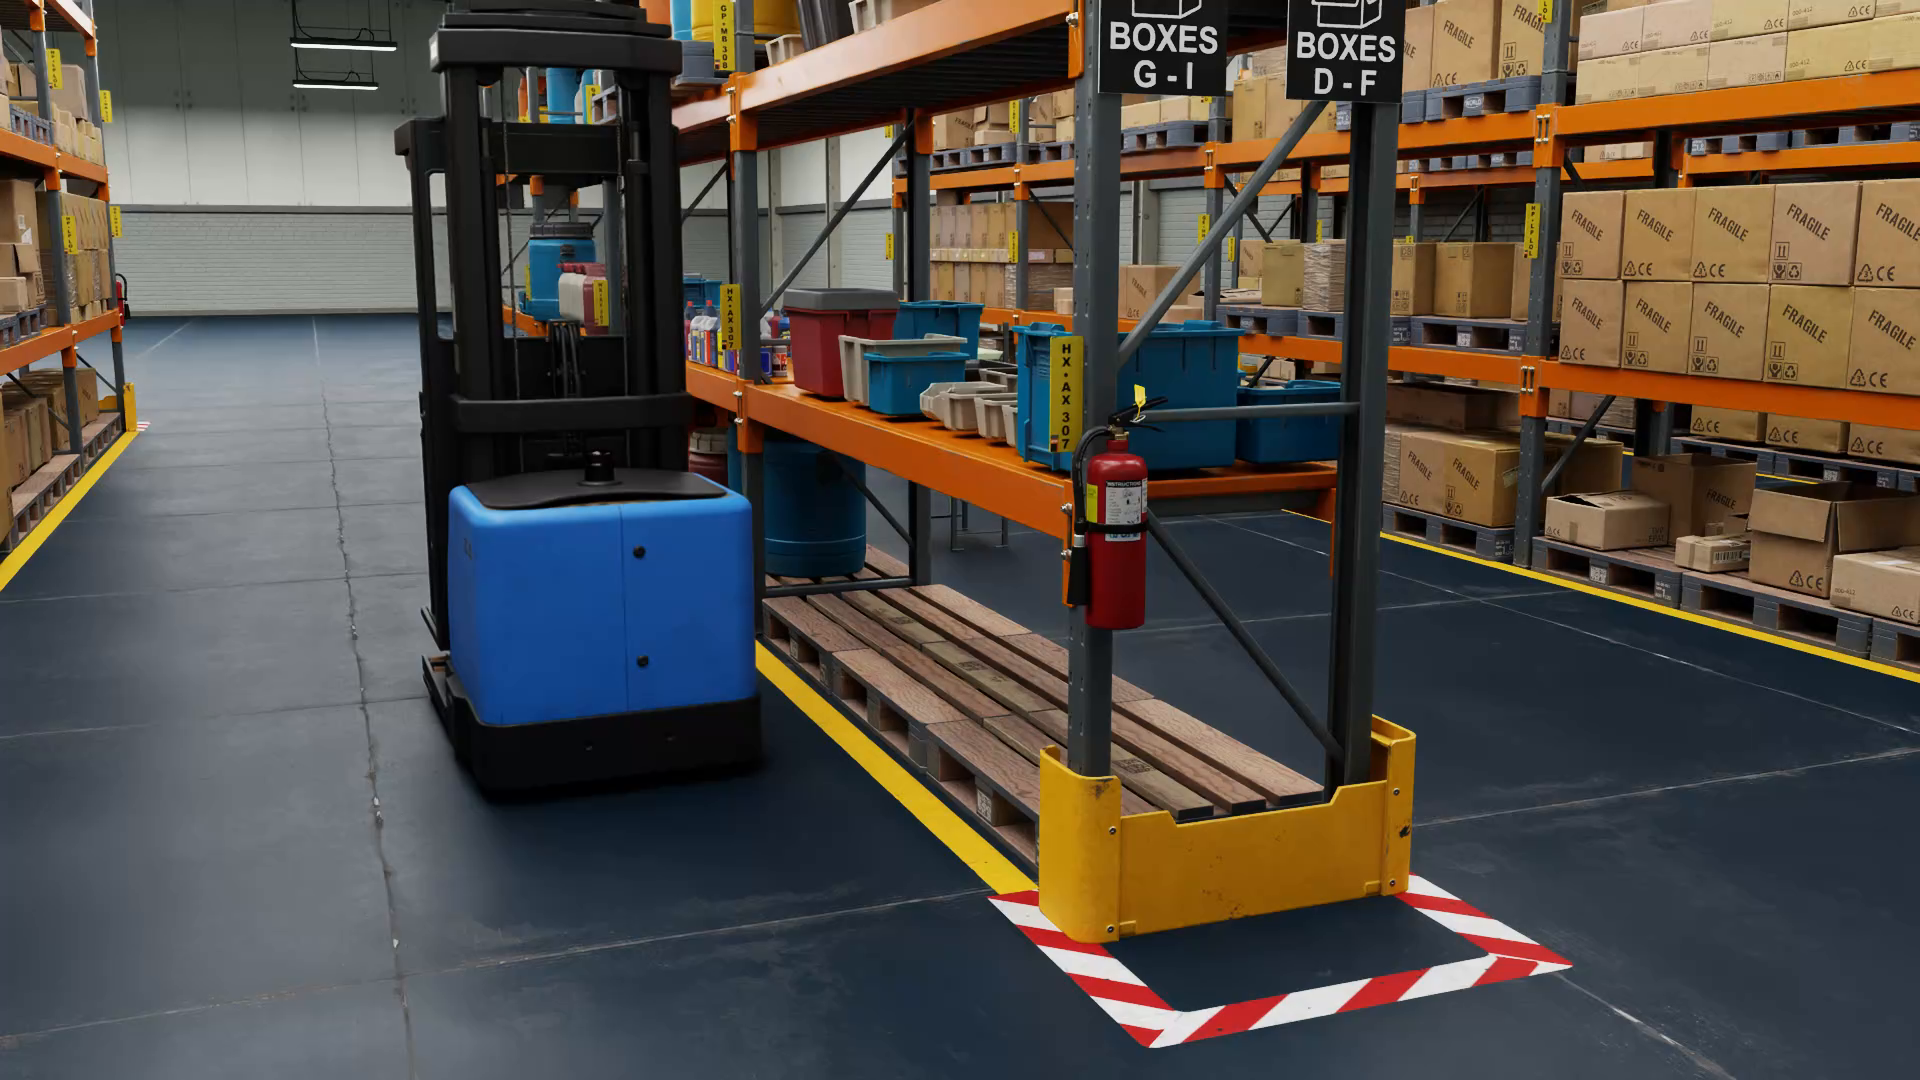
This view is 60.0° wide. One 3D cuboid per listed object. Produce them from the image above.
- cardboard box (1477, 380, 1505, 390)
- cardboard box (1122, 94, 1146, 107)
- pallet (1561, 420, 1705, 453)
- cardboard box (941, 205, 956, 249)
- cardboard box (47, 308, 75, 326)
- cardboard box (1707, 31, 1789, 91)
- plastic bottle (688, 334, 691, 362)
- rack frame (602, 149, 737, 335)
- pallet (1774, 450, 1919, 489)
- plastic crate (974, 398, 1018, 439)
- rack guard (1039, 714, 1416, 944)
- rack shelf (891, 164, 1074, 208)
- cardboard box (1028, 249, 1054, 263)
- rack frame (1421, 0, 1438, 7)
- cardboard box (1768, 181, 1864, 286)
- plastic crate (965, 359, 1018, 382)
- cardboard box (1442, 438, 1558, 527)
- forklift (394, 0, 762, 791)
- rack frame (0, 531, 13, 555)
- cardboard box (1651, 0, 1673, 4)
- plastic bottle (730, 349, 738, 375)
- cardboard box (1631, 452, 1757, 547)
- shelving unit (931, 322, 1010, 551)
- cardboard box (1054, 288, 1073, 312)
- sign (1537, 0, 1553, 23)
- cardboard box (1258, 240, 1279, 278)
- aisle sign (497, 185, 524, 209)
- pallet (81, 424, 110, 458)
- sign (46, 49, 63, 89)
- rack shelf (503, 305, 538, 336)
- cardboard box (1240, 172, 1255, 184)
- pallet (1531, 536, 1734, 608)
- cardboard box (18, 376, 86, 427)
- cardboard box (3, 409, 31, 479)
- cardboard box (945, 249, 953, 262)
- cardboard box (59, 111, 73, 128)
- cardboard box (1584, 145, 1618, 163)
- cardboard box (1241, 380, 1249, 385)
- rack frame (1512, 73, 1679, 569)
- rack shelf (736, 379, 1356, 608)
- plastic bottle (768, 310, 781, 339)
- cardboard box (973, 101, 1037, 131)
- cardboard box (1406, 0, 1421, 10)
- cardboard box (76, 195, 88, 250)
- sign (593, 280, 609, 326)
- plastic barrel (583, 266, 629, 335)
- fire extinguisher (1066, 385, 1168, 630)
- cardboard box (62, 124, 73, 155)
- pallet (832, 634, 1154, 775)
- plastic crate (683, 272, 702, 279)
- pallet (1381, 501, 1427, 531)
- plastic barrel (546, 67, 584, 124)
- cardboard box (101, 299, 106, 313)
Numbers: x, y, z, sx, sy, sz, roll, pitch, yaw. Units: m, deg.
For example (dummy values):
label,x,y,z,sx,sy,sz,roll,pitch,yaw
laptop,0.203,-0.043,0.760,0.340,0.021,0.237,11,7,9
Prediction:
label,x,y,z,sx,sy,sz,roll,pitch,yaw
cardboard box,6.209,-1.742,18.528,0.700,0.500,0.500,-4,11,-22
cardboard box,1.492,-4.425,16.256,0.500,0.500,0.500,-3,10,-15
pallet,6.861,-1.058,16.765,1.003,0.211,1.213,-4,11,-21
cardboard box,0.183,-3.729,19.826,0.700,0.500,0.500,-4,11,-21
cardboard box,-7.955,-1.943,14.498,0.380,0.149,0.250,-4,11,-21
cardboard box,4.279,-2.480,8.658,0.500,0.250,0.500,-4,11,-21
plastic bottle,-1.601,-1.186,10.092,0.097,0.201,0.097,0,10,0
rack frame,-2.091,-1.674,12.268,1.000,3.000,0.127,-4,11,-21
pallet,7.796,-0.598,14.179,1.003,0.211,1.213,-4,11,-21
plastic crate,0.252,-0.438,5.900,0.396,0.136,0.243,-4,11,-21
rack guard,0.829,0.865,5.129,1.175,0.500,0.348,-4,11,-21
rack shelf,0.353,-4.090,19.338,1.077,0.370,4.000,-4,11,-21
cardboard box,0.779,-3.040,17.810,0.380,0.149,0.250,-4,11,-21
rack frame,5.693,-5.910,18.948,1.000,3.000,0.127,-4,11,-21
cardboard box,4.446,-1.530,8.314,0.500,0.500,0.500,-4,11,-19
plastic crate,0.014,-0.750,7.685,0.437,0.125,0.590,-4,11,-21
cardboard box,3.530,-0.384,10.892,0.500,0.500,0.500,-4,11,-21
forklift,-1.803,-0.748,7.255,1.130,2.935,3.031,-4,11,-23
rack frame,-6.708,-1.360,10.501,1.000,3.000,0.127,-4,11,-21
cardboard box,4.237,-3.186,9.061,0.700,0.500,0.500,-4,11,-21
plastic bottle,-1.212,-1.043,9.050,0.061,0.283,0.133,-4,11,-21
cardboard box,4.447,-0.246,10.120,0.500,0.500,0.500,-4,11,-21
shelving unit,-0.002,-0.739,11.295,0.431,1.500,0.755,-4,11,-21
cardboard box,1.296,-2.490,17.279,0.500,0.250,0.500,-3,11,-17
sign,3.460,-3.225,9.818,0.100,0.325,0.005,-4,11,-21
cardboard box,4.306,-3.736,22.087,0.500,0.500,0.500,-4,11,-21
aisle sign,-5.289,-4.253,19.343,0.394,0.787,0.004,-4,11,-21
pallet,-8.879,-0.947,16.141,1.003,0.211,1.213,-4,11,-21
sign,-7.641,-3.974,14.030,0.100,0.325,0.005,-4,11,-21
rack shelf,-4.265,-2.300,17.837,1.077,0.370,4.000,-4,11,-21
cardboard box,4.132,-5.074,22.475,0.500,0.500,0.500,-4,11,-19
pallet,4.224,0.150,9.975,1.003,0.211,1.213,-4,11,-21
cardboard box,-8.938,-1.340,16.328,0.500,0.500,0.500,-3,10,-16
cardboard box,-7.596,-0.727,12.823,0.700,0.500,0.500,-5,11,-26
cardboard box,0.038,-3.375,19.689,0.380,0.149,0.250,-4,11,-22
cardboard box,-8.370,-3.856,15.257,0.380,0.149,0.250,-4,11,-22
cardboard box,6.759,-4.058,16.752,0.797,0.503,0.637,-2,10,-13
cardboard box,2.413,-1.307,15.251,0.500,0.311,0.500,-4,11,-22
rack frame,3.976,-1.335,10.362,1.000,3.000,0.127,-4,11,-21
rack shelf,0.083,-0.341,6.825,1.077,0.370,4.000,-4,11,-21
plastic bottle,-1.200,-1.352,10.790,0.061,0.283,0.133,-4,11,-21
cardboard box,0.598,-4.721,18.938,0.797,0.503,0.637,-3,10,-15
cardboard box,3.049,-3.768,12.334,0.500,0.500,0.500,-4,11,-21
cardboard box,-8.446,-2.954,15.470,0.500,0.500,0.500,-4,11,-21
sign,-2.601,-1.719,12.051,0.100,0.325,0.005,-4,11,-21
plastic barrel,-2.542,-1.798,12.574,0.600,0.536,0.708,-4,11,-21
fire extinguisher,0.439,-0.093,4.666,0.296,0.674,0.183,-4,11,-21
cardboard box,-8.278,-3.592,14.910,0.500,0.250,0.500,-4,11,-21
pallet,0.107,0.668,7.060,1.003,0.211,1.213,-4,11,-21
plastic crate,-2.392,-1.989,13.855,0.402,0.464,0.583,-4,11,-21
pallet,3.200,-0.292,12.460,1.003,0.211,1.213,-4,11,-21
plastic barrel,-3.802,-4.427,16.547,0.600,0.901,0.708,-4,11,-21
cardboard box,-9.082,-2.430,17.236,0.380,0.149,0.250,-4,11,-21
